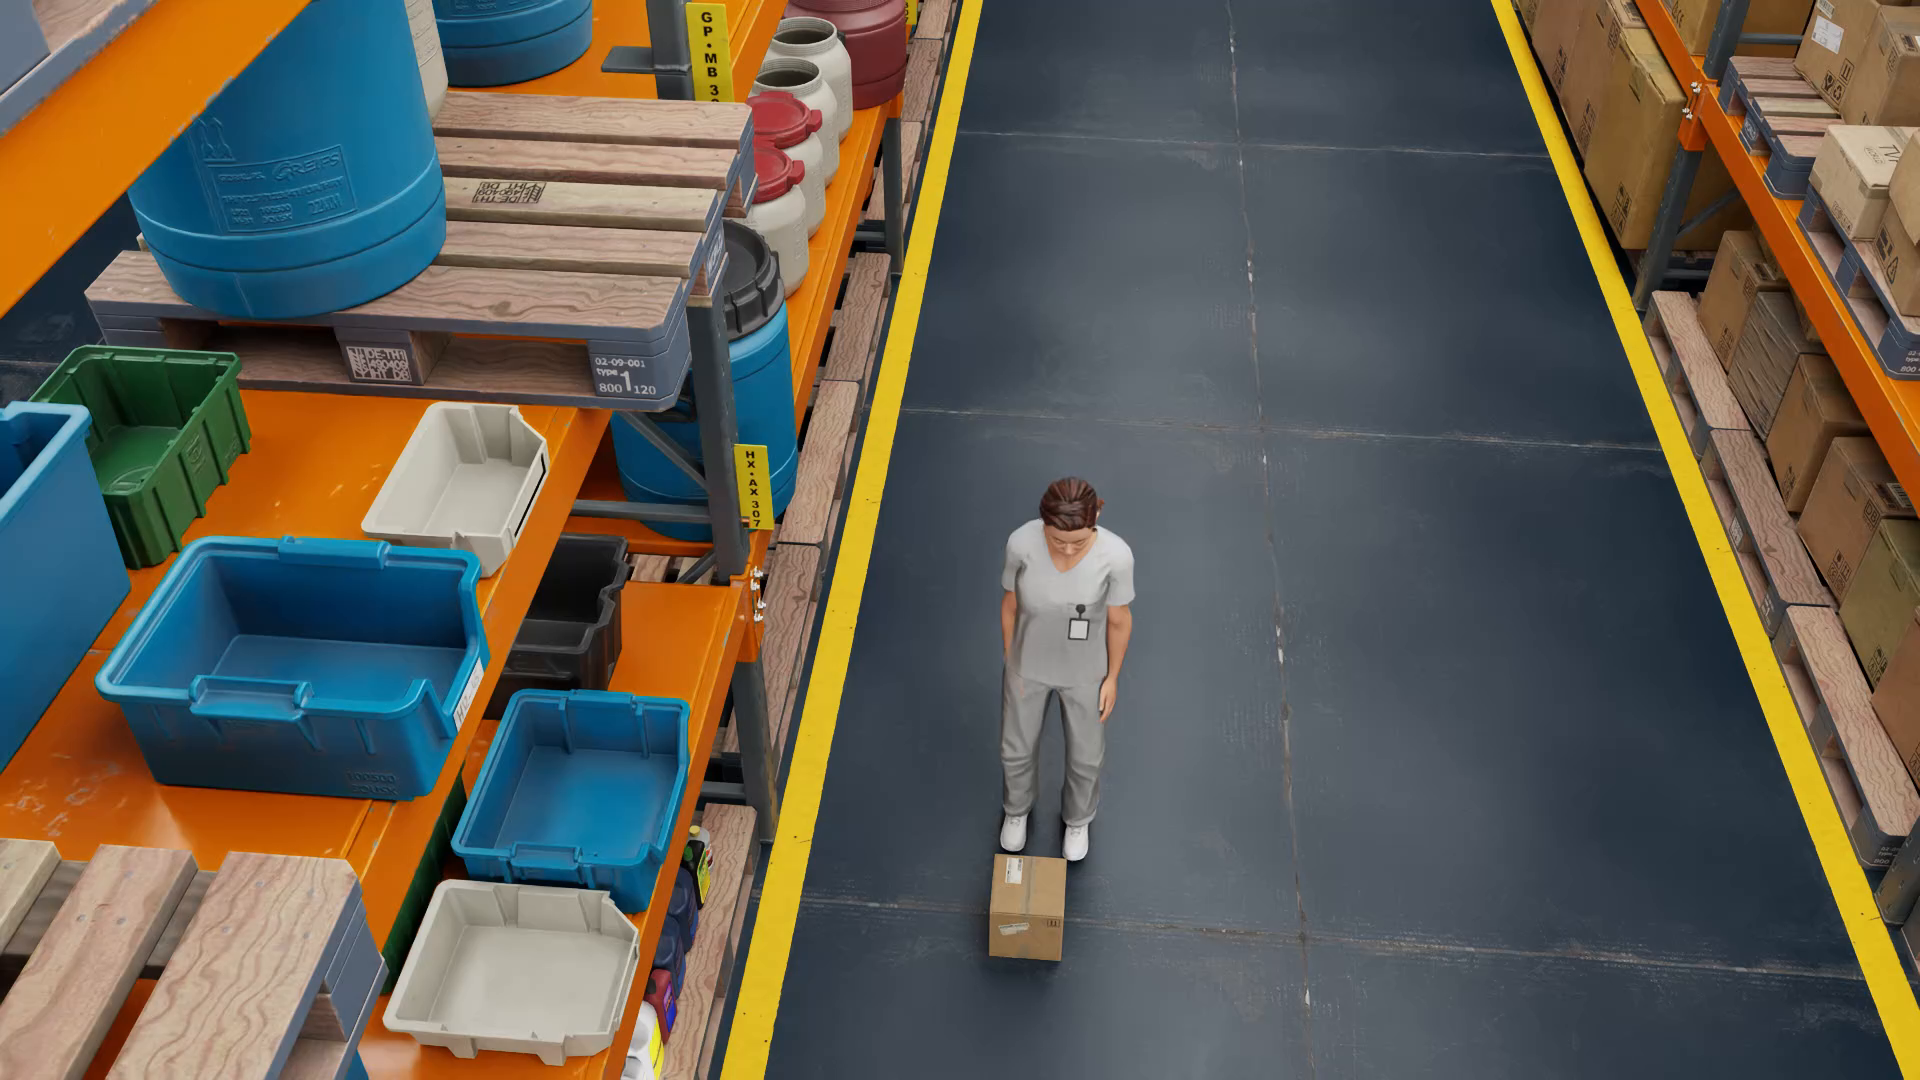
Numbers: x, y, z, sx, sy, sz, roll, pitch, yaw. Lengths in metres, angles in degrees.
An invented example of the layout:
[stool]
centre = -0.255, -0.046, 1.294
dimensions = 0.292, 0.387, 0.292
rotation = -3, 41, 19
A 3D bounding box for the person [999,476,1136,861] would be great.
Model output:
[person]
centre = 0.350, 0.428, 5.664
dimensions = 0.447, 1.665, 0.354
rotation = 7, 41, 9
